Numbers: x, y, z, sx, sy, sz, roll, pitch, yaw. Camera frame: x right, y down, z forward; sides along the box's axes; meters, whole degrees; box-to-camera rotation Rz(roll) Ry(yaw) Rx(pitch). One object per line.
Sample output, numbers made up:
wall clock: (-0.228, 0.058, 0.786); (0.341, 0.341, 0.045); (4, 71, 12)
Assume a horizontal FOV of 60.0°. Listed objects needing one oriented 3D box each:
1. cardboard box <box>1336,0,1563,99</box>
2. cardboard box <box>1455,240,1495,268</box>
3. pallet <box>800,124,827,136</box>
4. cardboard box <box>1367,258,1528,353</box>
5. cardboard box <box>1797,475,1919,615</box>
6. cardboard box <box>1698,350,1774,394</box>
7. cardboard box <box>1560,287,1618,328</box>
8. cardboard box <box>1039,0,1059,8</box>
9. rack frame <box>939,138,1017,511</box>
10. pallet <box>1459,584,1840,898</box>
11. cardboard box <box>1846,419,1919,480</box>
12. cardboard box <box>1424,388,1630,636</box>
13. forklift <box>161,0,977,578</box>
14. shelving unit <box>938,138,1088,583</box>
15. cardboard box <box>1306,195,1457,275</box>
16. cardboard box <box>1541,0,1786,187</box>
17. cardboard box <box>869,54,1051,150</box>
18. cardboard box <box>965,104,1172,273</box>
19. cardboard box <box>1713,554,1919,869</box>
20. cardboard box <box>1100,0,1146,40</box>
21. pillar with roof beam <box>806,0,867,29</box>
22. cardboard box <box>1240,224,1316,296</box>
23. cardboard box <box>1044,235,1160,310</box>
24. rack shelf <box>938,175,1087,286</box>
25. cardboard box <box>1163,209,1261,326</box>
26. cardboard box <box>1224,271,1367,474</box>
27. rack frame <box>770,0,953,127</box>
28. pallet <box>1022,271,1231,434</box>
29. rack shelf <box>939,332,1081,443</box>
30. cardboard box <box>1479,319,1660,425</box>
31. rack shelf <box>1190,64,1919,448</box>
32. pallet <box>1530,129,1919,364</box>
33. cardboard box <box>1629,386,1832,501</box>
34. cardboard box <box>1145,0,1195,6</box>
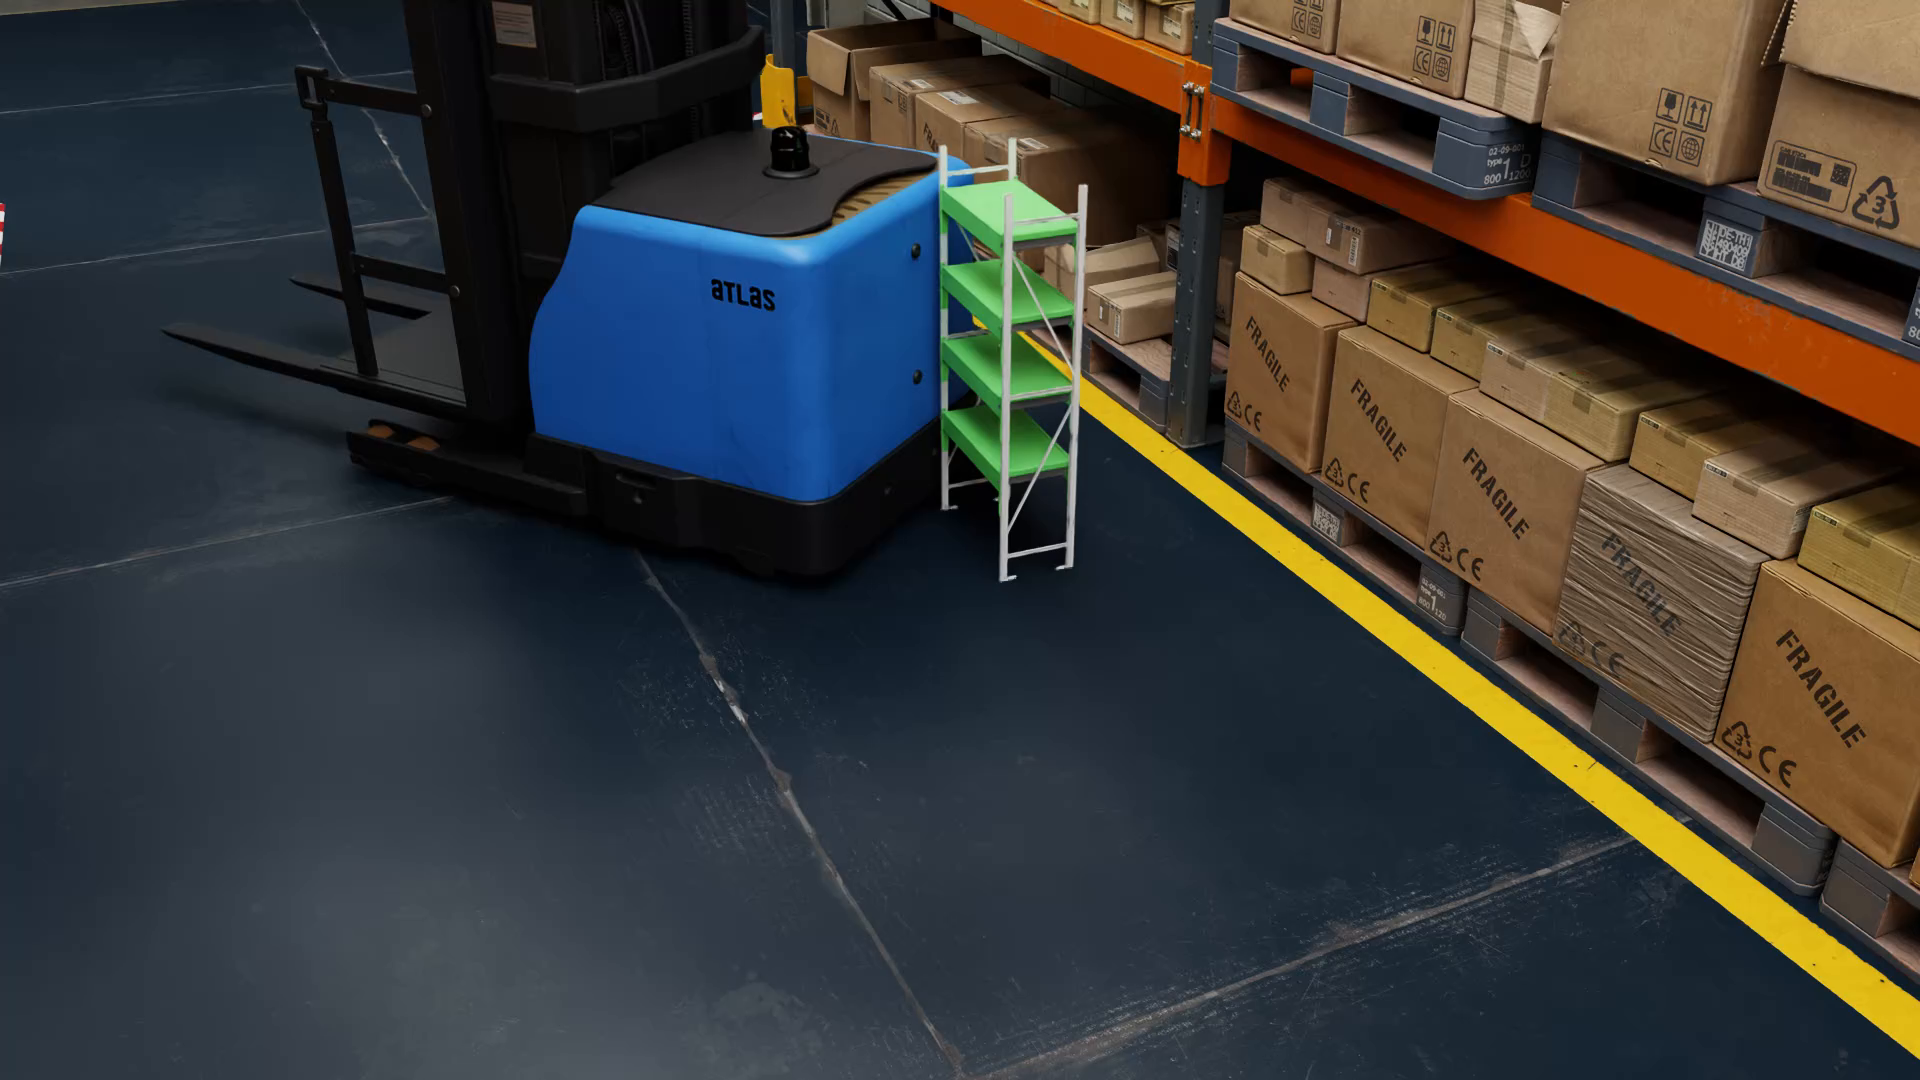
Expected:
cardboard box: (1.433, -1.485, 4.299); (0.700, 0.500, 0.500); (-13, 32, -21)
cardboard box: (1.741, -0.906, 5.262); (0.380, 0.149, 0.250); (-13, 32, -22)
pallet: (-0.137, -1.912, 8.445); (1.003, 0.211, 1.213); (-13, 32, -22)
cardboard box: (1.428, -0.692, 4.880); (0.380, 0.149, 0.250); (-15, 33, -25)
cardboard box: (2.083, 0.003, 3.641); (0.380, 0.149, 0.250); (-14, 32, -23)
cardboard box: (2.217, -0.458, 4.464); (0.380, 0.149, 0.250); (-13, 32, -21)
cardboard box: (1.987, -0.693, 4.882); (0.380, 0.149, 0.250); (-15, 32, -24)
cardboard box: (0.487, -2.067, 6.127); (0.380, 0.149, 0.250); (-12, 32, -21)
rack frame: (0.053, -0.642, 5.167); (0.240, 1.200, 0.015); (-11, 31, -19)
pallet: (2.116, 0.360, 4.392); (1.003, 0.211, 1.213); (-13, 32, -22)
cardboard box: (2.376, -0.212, 4.024); (0.380, 0.149, 0.250); (-13, 32, -22)
cardboard box: (1.657, -0.125, 4.532); (0.500, 0.500, 0.500); (-14, 32, -23)
forklift: (-1.488, -1.667, 5.225); (3.031, 2.935, 1.130); (15, 32, 24)
shelving unit: (0.143, -0.531, 4.969); (0.258, 1.200, 0.503); (-11, 31, -19)
cardboard box: (1.273, -0.934, 5.007); (0.380, 0.149, 0.250); (-15, 32, -24)
cardboard box: (1.769, -1.138, 3.681); (0.700, 0.500, 0.500); (-13, 32, -22)
cardboard box: (-0.004, -1.931, 7.754); (0.700, 0.500, 0.500); (-12, 31, -20)
cardboard box: (0.442, -1.473, 6.936); (0.700, 0.500, 0.500); (-14, 32, -24)
cardboard box: (2.114, 0.331, 3.719); (0.500, 0.500, 0.500); (-12, 31, -20)
cardboard box: (0.708, -1.836, 5.714); (0.380, 0.149, 0.250); (-12, 32, -21)
pillar with roof beam: (-4.744, -6.607, 7.832); (9.100, 9.000, 0.400); (-13, 32, -22)
cardboard box: (1.118, -0.909, 5.267); (0.380, 0.149, 0.250); (-12, 31, -20)
cardboard box: (0.547, -1.080, 6.475); (0.396, 0.266, 0.258); (-12, 31, -20)
rack shelf: (0.143, -0.894, 4.766); (0.258, 0.148, 0.480); (-11, 31, -19)
cardboard box: (1.134, -1.099, 6.463); (0.500, 0.311, 0.500); (-12, 31, -20)
cardboard box: (1.209, -0.579, 5.343); (0.500, 0.500, 0.500); (-12, 31, -20)
rack frame: (-0.513, -3.514, 8.450); (1.000, 3.000, 0.127); (-13, 32, -22)
pallet: (0.911, -0.835, 6.523); (1.003, 0.211, 1.213); (-13, 32, -22)
rack shelf: (0.143, -0.475, 5.001); (0.258, 0.148, 0.480); (-11, 31, -19)
cardboard box: (1.631, -0.455, 4.458); (0.380, 0.149, 0.250); (-13, 32, -22)
rack shelf: (2.063, -0.550, 3.900); (1.077, 0.370, 4.000); (-13, 32, -22)
pallet: (2.083, -0.755, 3.725); (1.003, 0.211, 1.213); (-13, 32, -22)
cardboard box: (1.878, -0.232, 4.060); (0.380, 0.149, 0.250); (-13, 32, -22)
cardboard box: (0.766, -1.985, 5.573); (0.500, 0.250, 0.500); (-12, 32, -21)
